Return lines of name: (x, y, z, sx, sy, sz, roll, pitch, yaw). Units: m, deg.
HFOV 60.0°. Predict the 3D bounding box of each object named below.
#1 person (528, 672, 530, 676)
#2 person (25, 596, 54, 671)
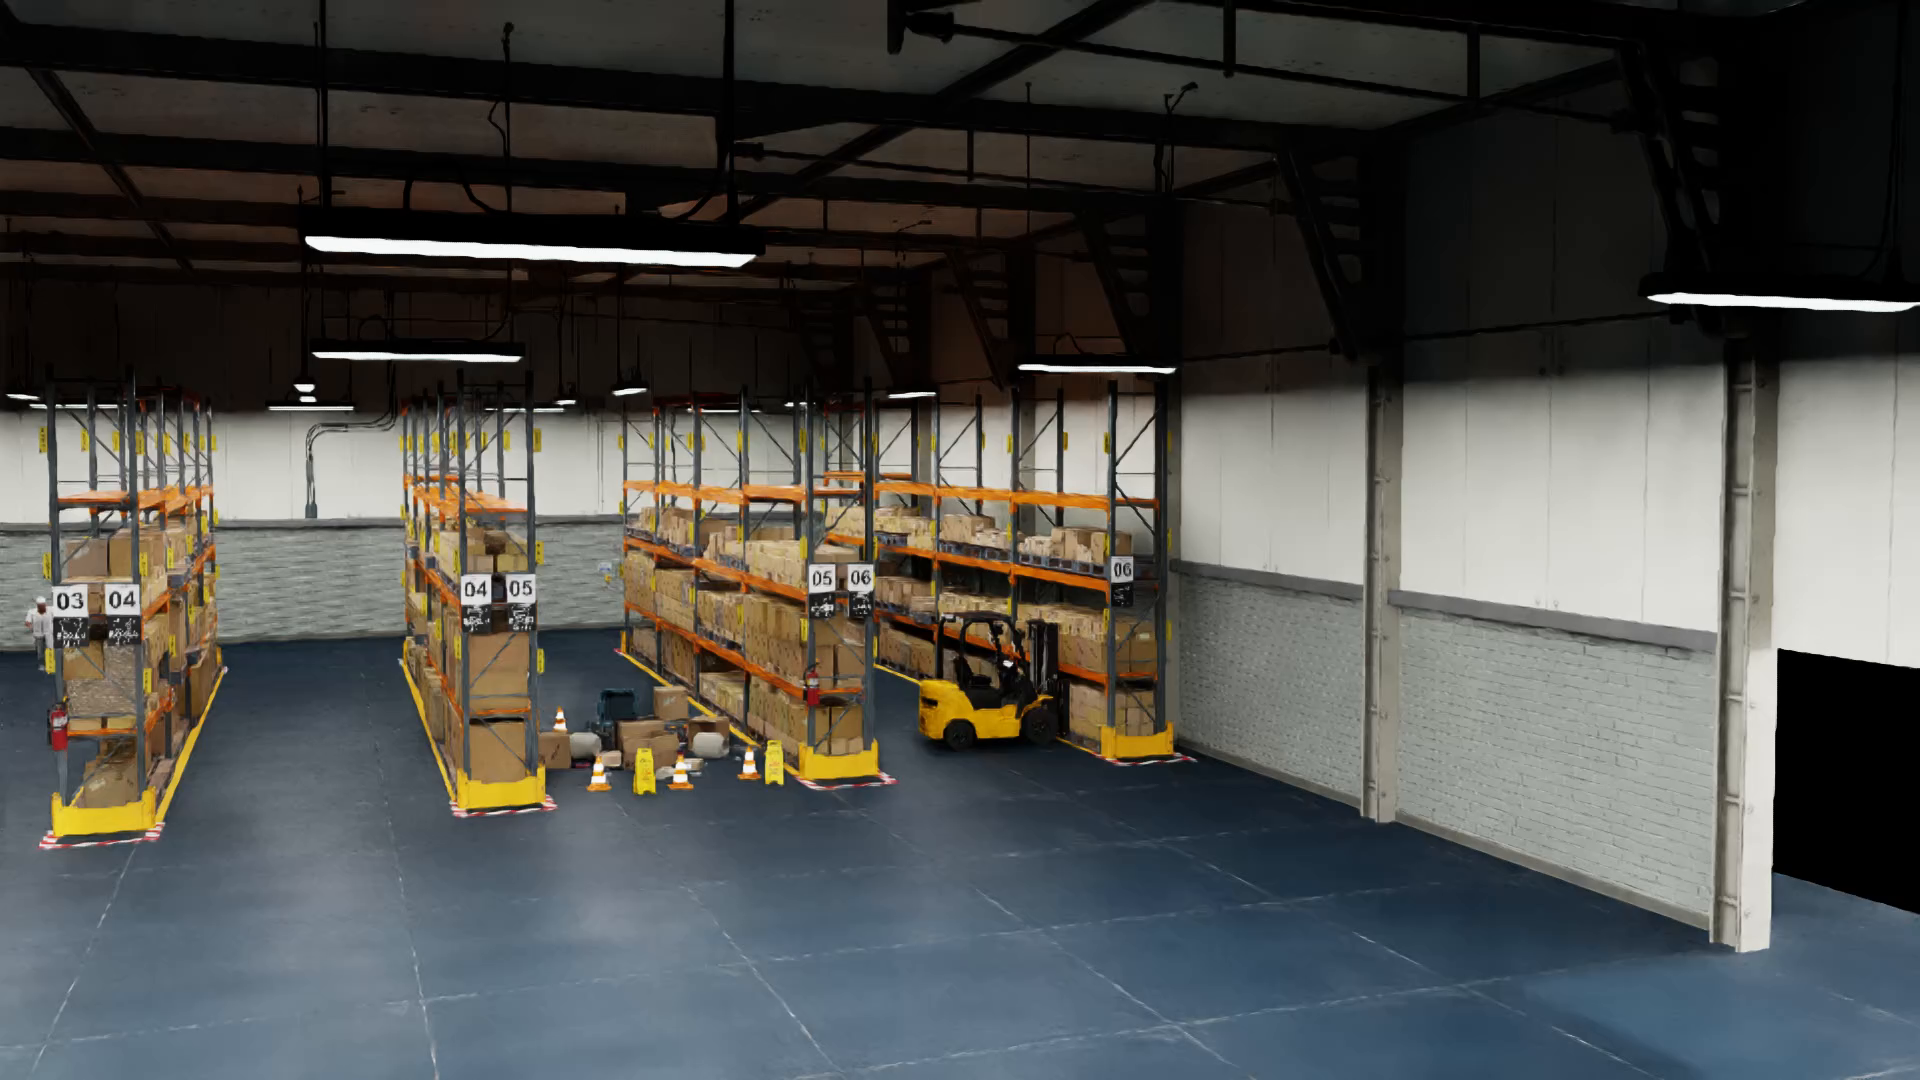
person: (-9.342, 2.089, 35.433, 0.514, 1.661, 0.530, -2, 4, -36)
person: (-19.953, 2.046, 36.241, 0.697, 1.676, 0.895, -1, 3, -15)
